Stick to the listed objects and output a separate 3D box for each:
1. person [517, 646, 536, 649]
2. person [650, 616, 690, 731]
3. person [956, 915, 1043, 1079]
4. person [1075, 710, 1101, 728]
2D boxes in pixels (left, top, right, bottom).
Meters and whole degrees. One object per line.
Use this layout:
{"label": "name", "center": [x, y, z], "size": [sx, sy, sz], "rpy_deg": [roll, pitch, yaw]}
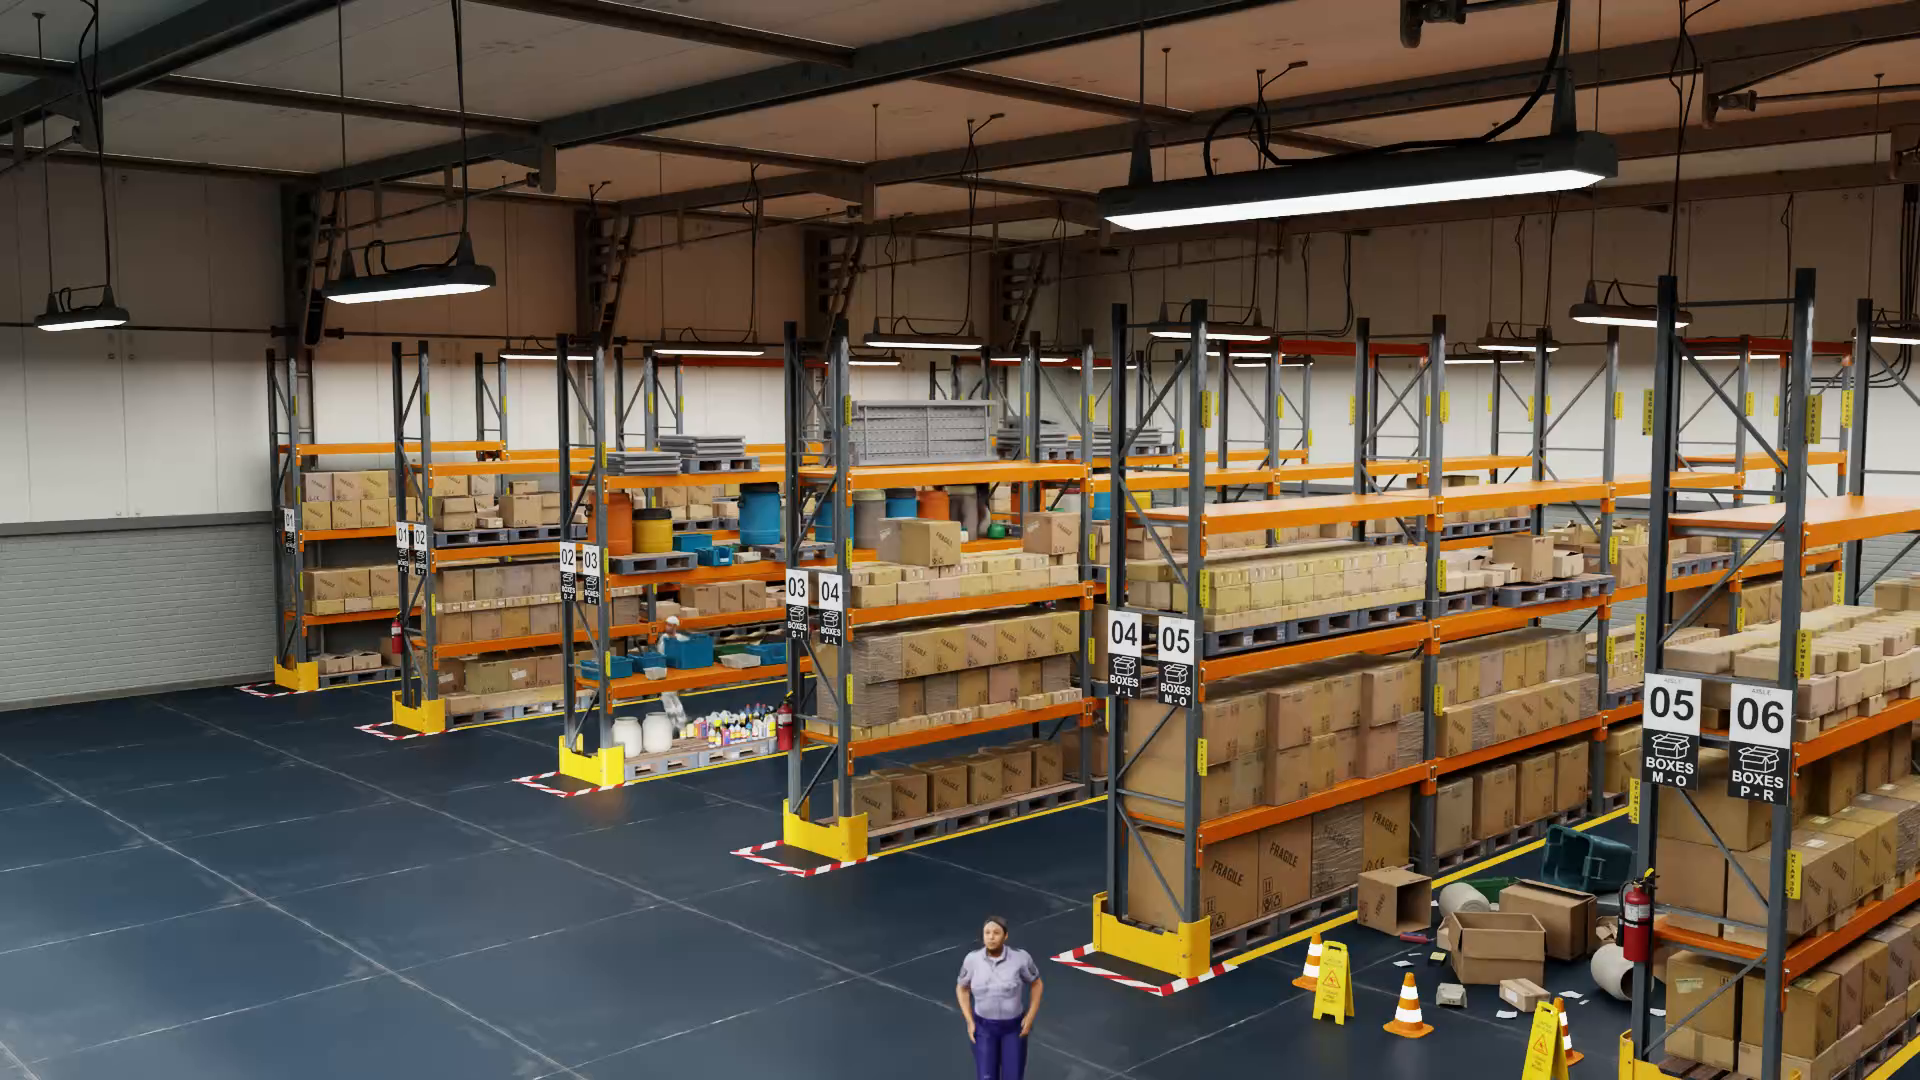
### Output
{"label": "person", "center": [-7.589, 1.764, 29.422], "size": [0.667, 1.697, 0.915], "rpy_deg": [4, 7, 42]}
{"label": "person", "center": [-4.424, 2.077, 25.421], "size": [0.630, 1.832, 0.708], "rpy_deg": [4, 7, 41]}
{"label": "person", "center": [0.268, 3.393, 11.482], "size": [0.603, 1.596, 0.541], "rpy_deg": [1, 5, 6]}
{"label": "person", "center": [1.921, 2.131, 25.284], "size": [0.554, 1.711, 0.844], "rpy_deg": [4, 7, 41]}
